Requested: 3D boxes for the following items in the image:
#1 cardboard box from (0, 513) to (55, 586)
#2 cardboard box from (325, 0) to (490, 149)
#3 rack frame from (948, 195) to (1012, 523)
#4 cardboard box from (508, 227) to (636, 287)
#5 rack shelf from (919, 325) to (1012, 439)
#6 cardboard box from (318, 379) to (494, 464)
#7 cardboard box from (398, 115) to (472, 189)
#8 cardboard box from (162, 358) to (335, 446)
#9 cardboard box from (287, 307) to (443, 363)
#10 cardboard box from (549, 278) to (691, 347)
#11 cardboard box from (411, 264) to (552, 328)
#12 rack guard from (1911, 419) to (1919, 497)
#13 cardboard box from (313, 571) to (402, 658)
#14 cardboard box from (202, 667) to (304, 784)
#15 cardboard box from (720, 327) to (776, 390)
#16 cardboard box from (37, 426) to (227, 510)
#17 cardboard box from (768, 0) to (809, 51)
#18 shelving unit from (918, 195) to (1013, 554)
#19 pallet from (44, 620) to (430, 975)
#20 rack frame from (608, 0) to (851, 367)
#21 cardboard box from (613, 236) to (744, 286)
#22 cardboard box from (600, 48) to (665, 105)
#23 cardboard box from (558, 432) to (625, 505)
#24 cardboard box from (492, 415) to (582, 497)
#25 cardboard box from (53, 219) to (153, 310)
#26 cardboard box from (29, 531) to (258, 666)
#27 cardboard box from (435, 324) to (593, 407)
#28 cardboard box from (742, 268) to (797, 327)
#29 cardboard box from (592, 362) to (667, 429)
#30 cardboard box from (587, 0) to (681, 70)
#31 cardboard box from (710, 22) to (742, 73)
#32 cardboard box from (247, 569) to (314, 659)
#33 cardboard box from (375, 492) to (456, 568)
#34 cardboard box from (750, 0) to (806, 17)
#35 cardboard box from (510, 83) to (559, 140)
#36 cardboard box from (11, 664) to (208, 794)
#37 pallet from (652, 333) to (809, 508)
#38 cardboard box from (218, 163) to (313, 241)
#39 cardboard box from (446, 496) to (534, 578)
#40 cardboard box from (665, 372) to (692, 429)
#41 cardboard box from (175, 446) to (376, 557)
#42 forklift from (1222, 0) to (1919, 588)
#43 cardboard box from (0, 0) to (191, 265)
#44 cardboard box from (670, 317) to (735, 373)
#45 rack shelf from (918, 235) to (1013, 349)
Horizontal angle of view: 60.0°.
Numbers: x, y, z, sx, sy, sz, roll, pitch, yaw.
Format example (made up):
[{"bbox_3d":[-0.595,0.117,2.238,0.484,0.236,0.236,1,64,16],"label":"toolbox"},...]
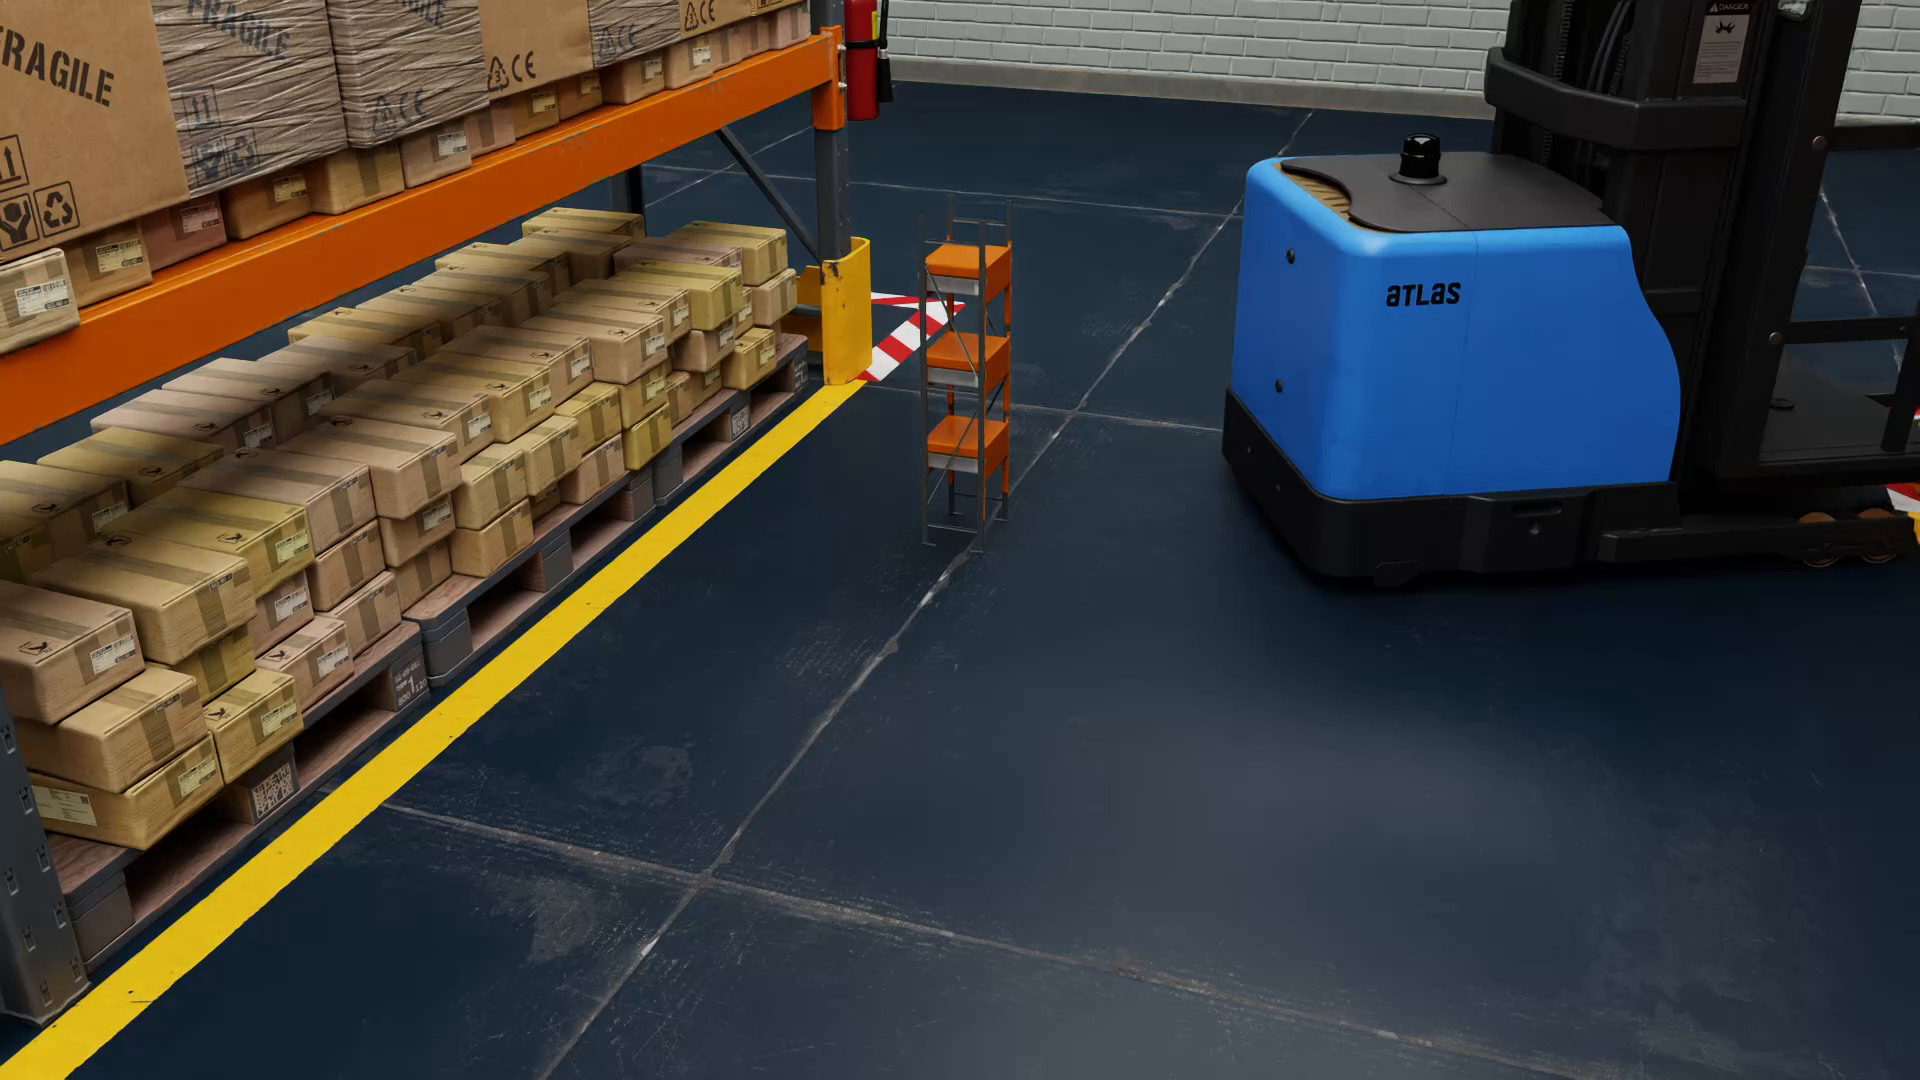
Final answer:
[{"bbox_3d":[-2.330,0.044,3.823,0.380,0.149,0.250,9,27,18],"label":"cardboard box"},{"bbox_3d":[-1.488,-1.239,3.912,0.500,0.500,0.500,8,27,16],"label":"cardboard box"},{"bbox_3d":[0.058,-0.545,5.170,0.200,1.050,0.008,9,27,17],"label":"rack frame"},{"bbox_3d":[-1.392,-1.008,5.997,0.380,0.149,0.250,9,27,18],"label":"cardboard box"},{"bbox_3d":[0.018,-0.485,5.071,0.215,0.259,0.240,9,27,17],"label":"rack shelf"},{"bbox_3d":[-1.515,-0.315,4.566,0.380,0.149,0.250,8,27,15],"label":"cardboard box"},{"bbox_3d":[-1.455,-0.991,4.144,0.380,0.149,0.250,10,28,20],"label":"cardboard box"},{"bbox_3d":[-2.013,-0.392,4.724,0.380,0.149,0.250,8,27,16],"label":"cardboard box"},{"bbox_3d":[-1.833,-0.595,5.144,0.380,0.149,0.250,9,27,18],"label":"cardboard box"},{"bbox_3d":[-1.106,-0.733,5.430,0.380,0.149,0.250,8,27,15],"label":"cardboard box"},{"bbox_3d":[-1.601,-0.809,5.586,0.380,0.149,0.250,7,27,15],"label":"cardboard box"},{"bbox_3d":[3.790,-0.340,5.378,1.175,0.500,0.348,9,27,17],"label":"rack guard"},{"bbox_3d":[-1.666,0.173,4.240,0.380,0.149,0.250,8,27,16],"label":"cardboard box"},{"bbox_3d":[-1.737,0.394,3.783,0.380,0.149,0.250,10,27,19],"label":"cardboard box"},{"bbox_3d":[-0.888,-0.670,5.981,0.380,0.149,0.250,10,27,19],"label":"cardboard box"},{"bbox_3d":[-2.094,-0.154,4.234,0.380,0.149,0.250,10,27,19],"label":"cardboard box"},{"bbox_3d":[-0.761,-1.843,5.903,0.380,0.149,0.250,9,27,18],"label":"cardboard box"},{"bbox_3d":[0.018,-0.495,5.067,0.215,1.050,0.252,9,27,17],"label":"shelving unit"},{"bbox_3d":[-2.060,0.487,4.003,1.003,0.211,1.213,9,27,17],"label":"pallet"},{"bbox_3d":[-0.919,-2.131,6.210,1.000,3.000,0.127,9,27,17],"label":"rack frame"},{"bbox_3d":[-0.994,-0.956,5.888,0.380,0.149,0.250,9,27,18],"label":"cardboard box"},{"bbox_3d":[-1.127,-1.429,5.047,0.380,0.149,0.250,8,27,15],"label":"cardboard box"},{"bbox_3d":[-1.262,-0.247,5.108,0.380,0.149,0.250,9,27,18],"label":"cardboard box"},{"bbox_3d":[-1.325,-0.264,4.802,0.380,0.149,0.250,9,27,18],"label":"cardboard box"},{"bbox_3d":[-1.831,-0.560,3.253,0.380,0.149,0.250,10,27,19],"label":"cardboard box"},{"bbox_3d":[-1.793,0.123,3.661,0.380,0.149,0.250,10,28,20],"label":"cardboard box"},{"bbox_3d":[-1.336,-0.523,4.994,0.380,0.149,0.250,8,27,16],"label":"cardboard box"},{"bbox_3d":[-0.826,-0.913,6.141,0.380,0.149,0.250,8,27,16],"label":"cardboard box"},{"bbox_3d":[-1.157,-0.484,5.256,0.380,0.149,0.250,9,27,18],"label":"cardboard box"},{"bbox_3d":[-1.162,-1.667,4.796,0.500,0.500,0.500,9,27,18],"label":"cardboard box"},{"bbox_3d":[-0.948,-1.641,5.486,0.380,0.149,0.250,8,27,17],"label":"cardboard box"},{"bbox_3d":[-1.781,0.148,3.950,0.380,0.149,0.250,9,27,17],"label":"cardboard box"},{"bbox_3d":[-1.575,-0.072,4.405,0.380,0.149,0.250,10,28,20],"label":"cardboard box"},{"bbox_3d":[-0.826,-2.088,5.664,0.500,0.500,0.500,9,27,18],"label":"cardboard box"},{"bbox_3d":[-1.346,-1.215,4.606,0.380,0.149,0.250,9,27,18],"label":"cardboard box"},{"bbox_3d":[-1.828,0.370,3.491,0.380,0.149,0.250,10,28,20],"label":"cardboard box"},{"bbox_3d":[-1.248,-0.516,6.074,1.003,0.211,1.213,9,27,17],"label":"pallet"},{"bbox_3d":[-1.696,-0.788,3.724,0.380,0.149,0.250,8,27,15],"label":"cardboard box"},{"bbox_3d":[-1.433,-0.035,4.671,0.380,0.149,0.250,8,27,16],"label":"cardboard box"},{"bbox_3d":[-1.127,-0.471,5.569,0.380,0.149,0.250,9,27,18],"label":"cardboard box"},{"bbox_3d":[-1.690,-0.099,4.119,0.380,0.149,0.250,8,27,16],"label":"cardboard box"},{"bbox_3d":[2.458,-1.459,4.901,3.031,2.935,1.130,-4,26,-7],"label":"forklift"},{"bbox_3d":[-1.848,-0.833,3.073,0.500,0.500,0.500,8,27,16],"label":"cardboard box"},{"bbox_3d":[-0.997,-0.699,5.699,0.380,0.149,0.250,8,27,15],"label":"cardboard box"},{"bbox_3d":[0.018,-0.740,4.948,0.215,0.259,0.240,9,27,17],"label":"rack shelf"}]
